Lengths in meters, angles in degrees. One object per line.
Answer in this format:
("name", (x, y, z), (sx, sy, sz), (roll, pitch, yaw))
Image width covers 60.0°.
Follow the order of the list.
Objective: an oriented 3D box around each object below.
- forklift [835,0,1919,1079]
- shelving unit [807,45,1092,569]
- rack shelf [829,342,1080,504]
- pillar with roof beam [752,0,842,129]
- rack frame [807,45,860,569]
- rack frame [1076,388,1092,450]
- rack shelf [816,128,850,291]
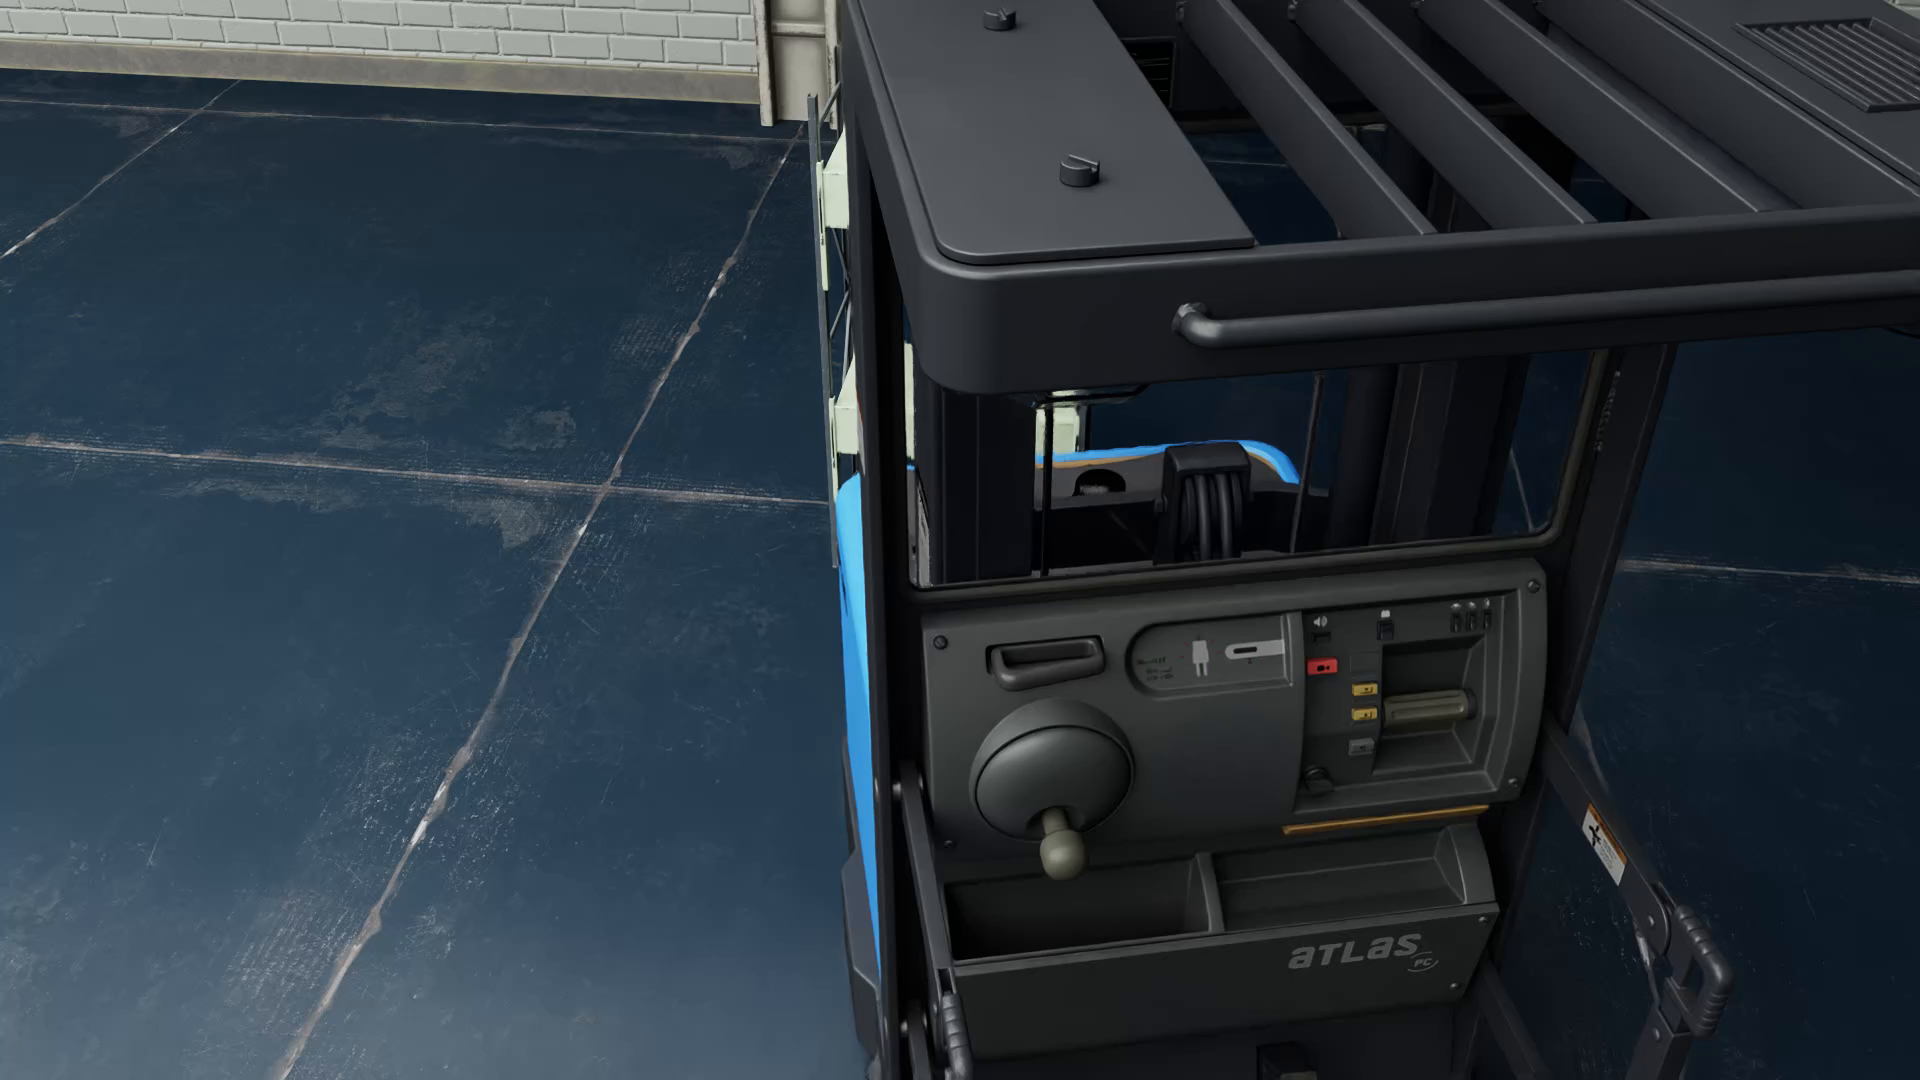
("forklift", (0.445, 0.328, 2.268), (1.130, 2.935, 3.031), (-5, 36, -7))
("shelving unit", (0.007, -0.610, 4.814), (0.755, 1.500, 0.431), (4, 36, 6))
("rack shelf", (0.007, -0.345, 5.003), (0.720, 0.370, 0.431), (4, 36, 6))
("pillar with roof beam", (-1.297, -3.268, 2.082), (0.400, 9.000, 9.100), (4, 36, 6))
("rack frame", (-0.356, -0.637, 4.852), (0.023, 1.500, 0.400), (4, 36, 6))
("rack frame", (0.370, -0.583, 4.776), (0.023, 1.500, 0.400), (4, 36, 6))
("rack shelf", (0.007, -0.928, 4.587), (0.720, 0.370, 0.431), (4, 36, 6))
